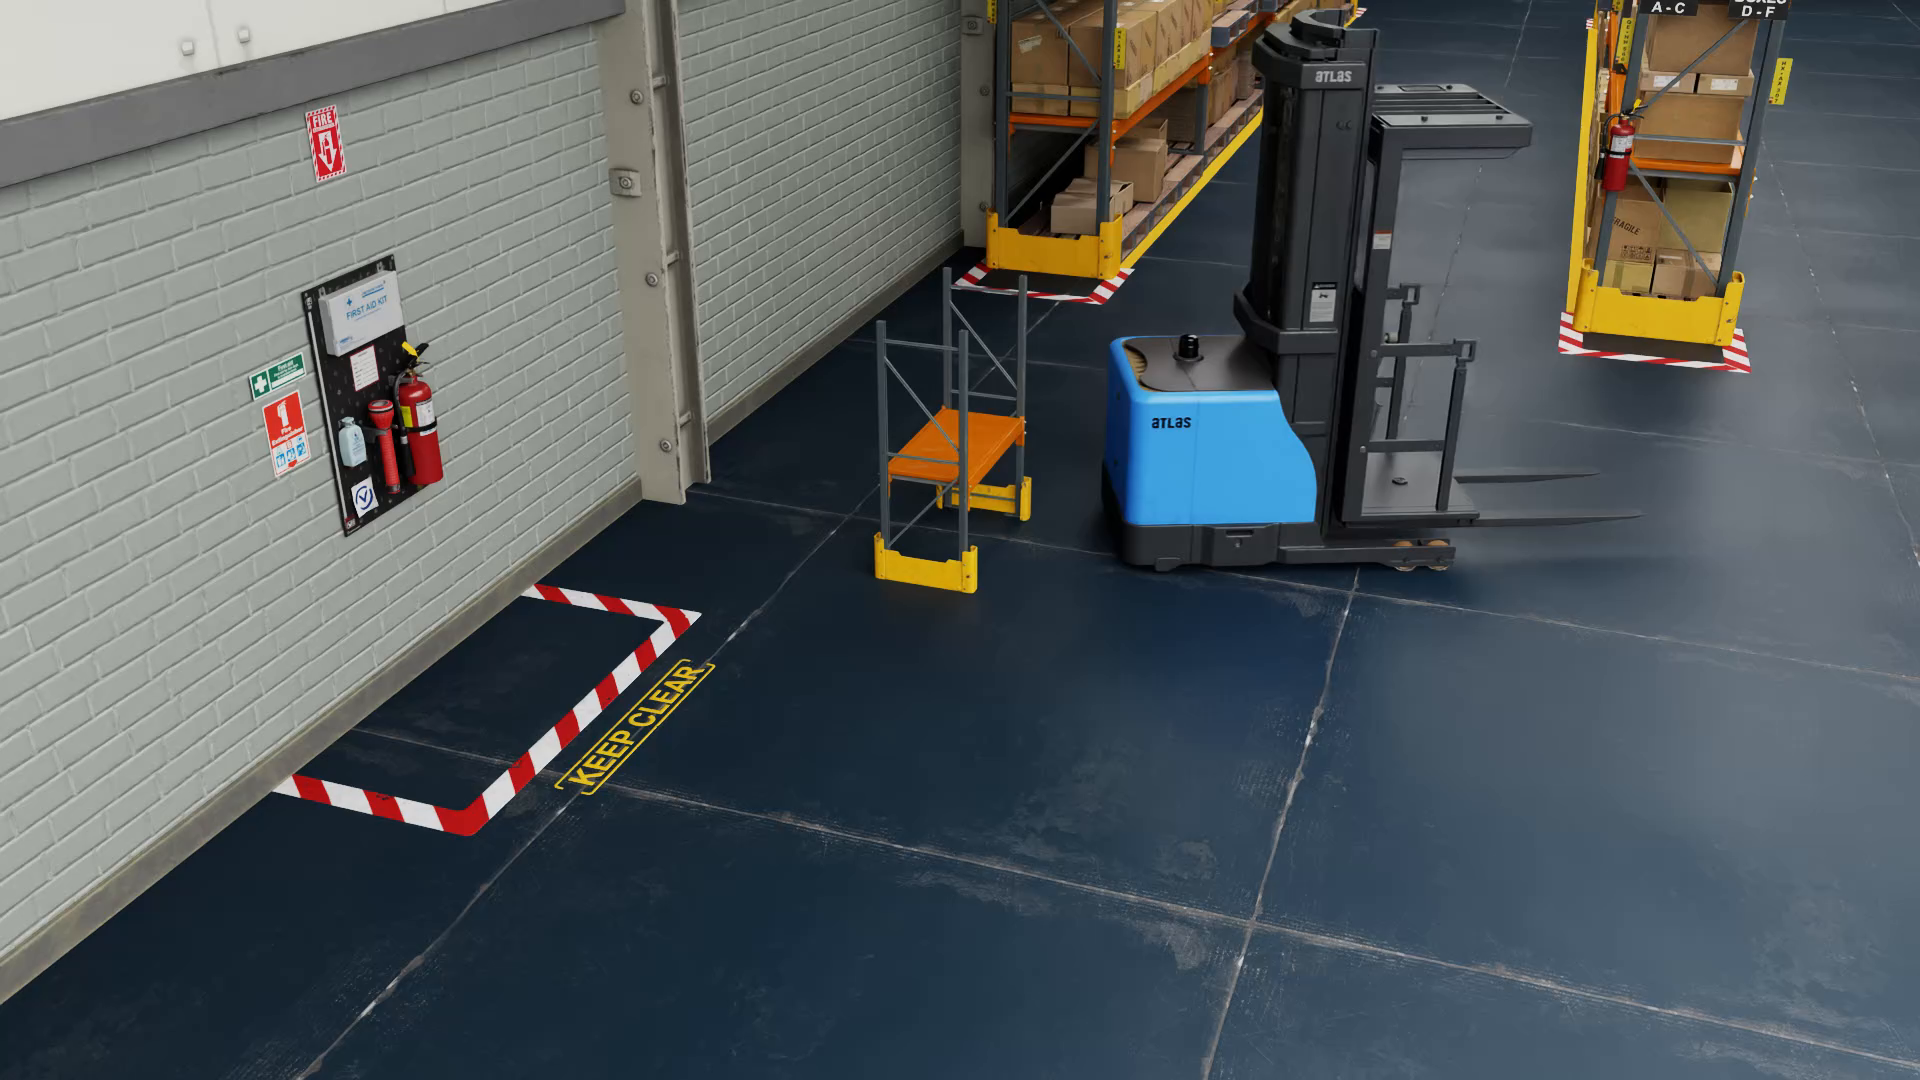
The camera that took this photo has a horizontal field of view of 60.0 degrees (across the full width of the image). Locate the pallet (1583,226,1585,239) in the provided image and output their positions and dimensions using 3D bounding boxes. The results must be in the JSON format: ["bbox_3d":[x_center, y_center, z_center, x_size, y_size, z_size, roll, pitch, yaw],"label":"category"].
[{"bbox_3d":[6.495,-3.073,15.855,1.003,0.211,1.213,9,27,17],"label":"pallet"}]

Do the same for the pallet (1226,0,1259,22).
[{"bbox_3d":[2.837,-6.104,19.135,1.003,0.211,1.213,9,27,17],"label":"pallet"}]

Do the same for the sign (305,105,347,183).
[{"bbox_3d":[-2.739,-1.714,7.188,0.001,0.298,0.199,9,27,17],"label":"sign"}]

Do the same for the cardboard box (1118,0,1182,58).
[{"bbox_3d":[1.750,-4.781,15.471,0.500,0.500,0.500,10,27,19],"label":"cardboard box"}]

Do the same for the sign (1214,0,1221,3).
[{"bbox_3d":[2.640,-5.680,17.046,0.100,0.325,0.005,9,27,17],"label":"sign"}]

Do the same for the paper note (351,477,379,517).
[{"bbox_3d":[-2.767,-0.200,7.733,0.016,0.148,0.142,9,27,17],"label":"paper note"}]

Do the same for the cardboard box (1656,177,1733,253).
[{"bbox_3d":[6.021,-2.688,13.673,0.500,0.500,0.500,9,27,17],"label":"cardboard box"}]

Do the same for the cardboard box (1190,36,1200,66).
[{"bbox_3d":[2.081,-4.865,16.506,0.500,0.250,0.500,9,27,18],"label":"cardboard box"}]

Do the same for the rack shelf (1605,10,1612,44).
[{"bbox_3d":[8.795,-6.791,21.159,1.077,0.370,4.000,9,27,17],"label":"rack shelf"}]

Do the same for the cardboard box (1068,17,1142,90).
[{"bbox_3d":[1.237,-4.154,14.176,0.500,0.500,0.500,9,27,18],"label":"cardboard box"}]

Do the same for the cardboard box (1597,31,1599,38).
[{"bbox_3d":[9.451,-7.290,24.130,0.380,0.149,0.250,9,27,17],"label":"cardboard box"}]

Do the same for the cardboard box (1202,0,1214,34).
[{"bbox_3d":[2.261,-5.406,16.762,0.500,0.500,0.500,9,27,17],"label":"cardboard box"}]

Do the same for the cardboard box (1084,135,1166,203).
[{"bbox_3d":[1.591,-3.595,16.096,0.700,0.500,0.500,7,27,14],"label":"cardboard box"}]

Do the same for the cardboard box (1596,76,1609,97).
[{"bbox_3d":[7.512,-5.107,18.886,0.500,0.311,0.500,8,27,16],"label":"cardboard box"}]

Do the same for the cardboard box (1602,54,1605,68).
[{"bbox_3d":[8.220,-5.784,20.618,0.500,0.500,0.500,10,28,19],"label":"cardboard box"}]

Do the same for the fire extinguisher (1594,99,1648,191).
[{"bbox_3d":[4.990,-2.989,12.571,0.296,0.674,0.183,9,27,17],"label":"fire extinguisher"}]

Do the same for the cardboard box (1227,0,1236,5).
[{"bbox_3d":[2.710,-6.317,18.735,0.700,0.500,0.500,13,29,24],"label":"cardboard box"}]

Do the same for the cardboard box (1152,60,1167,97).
[{"bbox_3d":[1.591,-4.242,15.219,0.500,0.250,0.500,8,27,17],"label":"cardboard box"}]

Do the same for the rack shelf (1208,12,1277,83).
[{"bbox_3d":[2.792,-5.864,19.245,1.077,0.370,4.000,9,27,17],"label":"rack shelf"}]

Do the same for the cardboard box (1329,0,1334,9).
[{"bbox_3d":[5.477,-8.427,26.098,0.700,0.500,0.500,9,27,19],"label":"cardboard box"}]

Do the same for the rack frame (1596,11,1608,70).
[{"bbox_3d":[9.461,-7.937,22.700,1.000,3.000,0.127,9,27,17],"label":"rack frame"}]

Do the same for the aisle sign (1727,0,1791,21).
[{"bbox_3d":[5.735,-4.104,11.801,0.394,0.787,0.004,9,27,17],"label":"aisle sign"}]

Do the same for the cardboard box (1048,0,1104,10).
[{"bbox_3d":[1.096,-4.644,15.189,0.500,0.500,0.500,8,27,16],"label":"cardboard box"}]

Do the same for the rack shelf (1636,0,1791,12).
[{"bbox_3d":[6.133,-4.854,13.716,1.077,0.370,4.000,9,27,17],"label":"rack shelf"}]

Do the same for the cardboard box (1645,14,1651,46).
[{"bbox_3d":[5.990,-4.270,13.524,0.700,0.500,0.500,9,27,18],"label":"cardboard box"}]

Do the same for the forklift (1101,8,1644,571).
[{"bbox_3d":[2.394,-1.373,9.223,3.031,2.935,1.130,-1,26,-3],"label":"forklift"}]

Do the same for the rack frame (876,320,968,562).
[{"bbox_3d":[-0.198,-0.431,8.919,0.500,1.500,0.032,9,27,17],"label":"rack frame"}]

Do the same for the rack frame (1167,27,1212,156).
[{"bbox_3d":[2.126,-5.366,17.391,1.000,3.000,0.127,9,27,17],"label":"rack frame"}]

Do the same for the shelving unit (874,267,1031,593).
[{"bbox_3d":[-0.025,-0.644,9.358,0.587,1.500,1.083,9,27,17],"label":"shelving unit"}]

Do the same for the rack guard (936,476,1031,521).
[{"bbox_3d":[0.140,-0.286,10.054,0.587,0.250,0.087,9,27,17],"label":"rack guard"}]

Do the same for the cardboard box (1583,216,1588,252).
[{"bbox_3d":[5.687,-2.633,14.419,0.500,0.250,0.500,9,27,17],"label":"cardboard box"}]

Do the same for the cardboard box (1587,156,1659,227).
[{"bbox_3d":[5.685,-2.971,14.257,0.500,0.500,0.500,9,27,17],"label":"cardboard box"}]

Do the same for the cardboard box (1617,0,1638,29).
[{"bbox_3d":[7.650,-5.913,18.624,0.500,0.311,0.500,8,27,17],"label":"cardboard box"}]

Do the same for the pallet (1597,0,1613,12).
[{"bbox_3d":[8.289,-6.495,19.943,1.213,0.211,1.003,9,27,17],"label":"pallet"}]

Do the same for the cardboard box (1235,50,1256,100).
[{"bbox_3d":[3.267,-5.779,20.608,0.700,0.500,0.500,9,27,18],"label":"cardboard box"}]

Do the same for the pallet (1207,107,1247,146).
[{"bbox_3d":[2.788,-4.934,19.699,1.003,0.211,1.213,9,27,17],"label":"pallet"}]

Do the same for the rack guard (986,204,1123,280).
[{"bbox_3d":[0.820,-2.628,14.605,1.175,0.500,0.348,9,27,17],"label":"rack guard"}]

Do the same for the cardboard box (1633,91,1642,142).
[{"bbox_3d":[5.805,-3.457,13.333,0.700,0.500,0.500,9,27,19],"label":"cardboard box"}]

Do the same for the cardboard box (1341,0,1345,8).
[{"bbox_3d":[5.981,-9.059,27.405,0.700,0.500,0.500,9,27,17],"label":"cardboard box"}]

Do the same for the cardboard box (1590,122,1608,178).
[{"bbox_3d":[6.190,-3.586,15.528,0.500,0.500,0.500,9,27,17],"label":"cardboard box"}]

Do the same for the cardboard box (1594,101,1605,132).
[{"bbox_3d":[6.999,-4.480,17.592,0.500,0.311,0.500,9,27,17],"label":"cardboard box"}]

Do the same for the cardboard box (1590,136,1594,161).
[{"bbox_3d":[6.833,-4.021,17.285,0.500,0.250,0.500,8,27,17],"label":"cardboard box"}]

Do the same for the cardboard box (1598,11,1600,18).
[{"bbox_3d":[10.177,-8.153,25.798,0.500,0.250,0.500,9,27,17],"label":"cardboard box"}]

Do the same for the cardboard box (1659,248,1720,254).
[{"bbox_3d":[6.019,-2.351,13.837,0.500,0.250,0.500,9,27,17],"label":"cardboard box"}]

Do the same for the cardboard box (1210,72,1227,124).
[{"bbox_3d":[2.688,-5.167,19.344,0.700,0.500,0.500,9,27,18],"label":"cardboard box"}]

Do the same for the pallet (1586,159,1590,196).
[{"bbox_3d":[7.007,-3.703,17.155,1.003,0.211,1.213,9,27,17],"label":"pallet"}]

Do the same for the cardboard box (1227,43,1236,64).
[{"bbox_3d":[3.018,-5.892,19.979,0.500,0.250,0.500,9,27,18],"label":"cardboard box"}]

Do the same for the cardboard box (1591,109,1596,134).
[{"bbox_3d":[7.345,-4.651,18.586,0.500,0.250,0.500,8,27,16],"label":"cardboard box"}]

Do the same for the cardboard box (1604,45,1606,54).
[{"bbox_3d":[8.235,-6.146,20.504,0.500,0.250,0.500,10,28,19],"label":"cardboard box"}]

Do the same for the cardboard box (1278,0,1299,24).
[{"bbox_3d":[4.123,-6.873,22.489,0.750,0.750,0.750,9,27,17],"label":"cardboard box"}]

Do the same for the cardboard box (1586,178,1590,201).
[{"bbox_3d":[6.187,-3.249,15.692,0.500,0.250,0.500,9,27,17],"label":"cardboard box"}]

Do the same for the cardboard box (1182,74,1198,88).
[{"bbox_3d":[2.499,-5.263,18.681,0.500,0.250,0.500,8,27,16],"label":"cardboard box"}]

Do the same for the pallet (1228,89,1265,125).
[{"bbox_3d":[3.196,-5.434,20.731,1.003,0.211,1.213,9,27,17],"label":"pallet"}]

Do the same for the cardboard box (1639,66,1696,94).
[{"bbox_3d":[5.415,-3.527,12.733,0.380,0.149,0.250,8,27,17],"label":"cardboard box"}]

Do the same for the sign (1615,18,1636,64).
[{"bbox_3d":[4.961,-3.718,12.386,0.100,0.325,0.005,9,27,17],"label":"sign"}]

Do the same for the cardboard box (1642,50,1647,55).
[{"bbox_3d":[5.672,-3.843,13.386,0.380,0.149,0.250,9,27,18],"label":"cardboard box"}]

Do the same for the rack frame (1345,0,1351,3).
[{"bbox_3d":[6.119,-10.297,27.576,1.000,3.000,0.127,9,27,17],"label":"rack frame"}]
